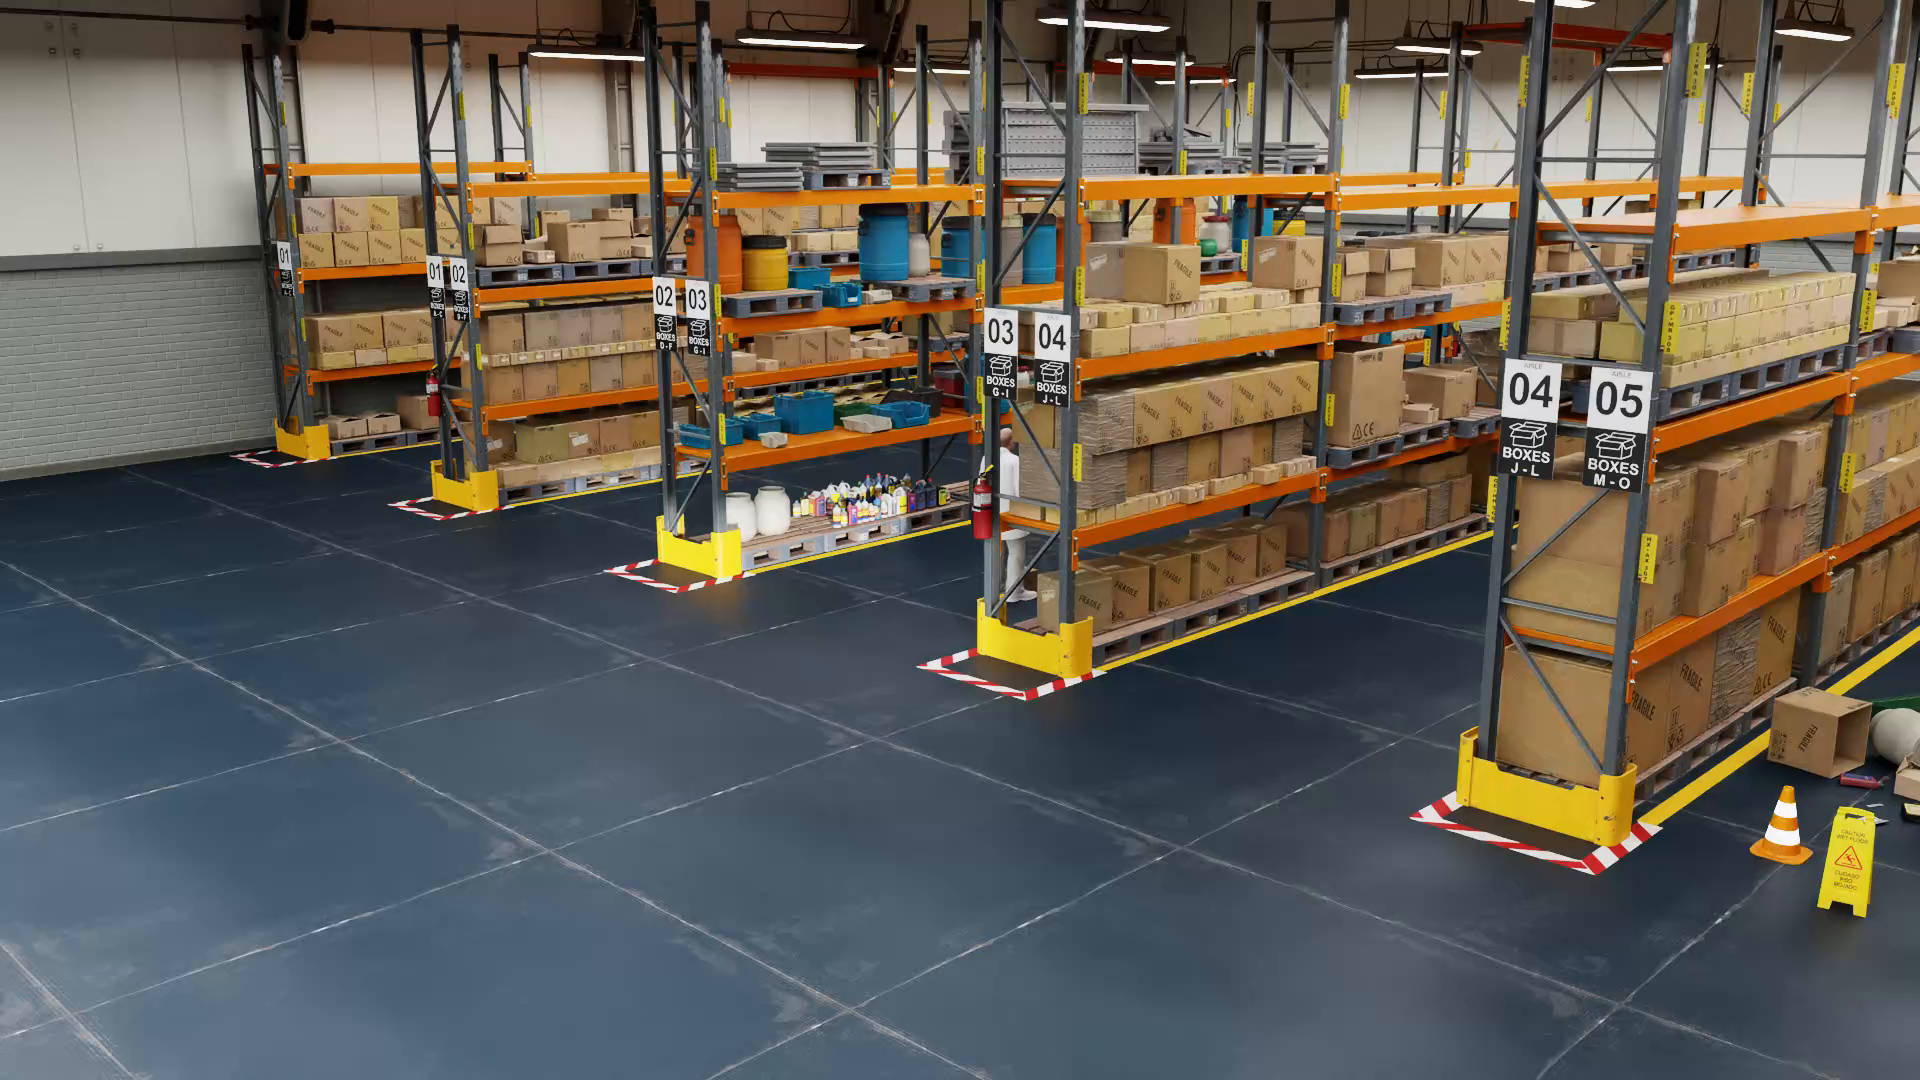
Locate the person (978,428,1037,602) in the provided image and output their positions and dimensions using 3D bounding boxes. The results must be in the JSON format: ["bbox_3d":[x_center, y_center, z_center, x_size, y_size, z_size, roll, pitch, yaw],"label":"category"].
[{"bbox_3d":[0.463,-0.270,17.149,0.655,1.775,0.419,12,18,40],"label":"person"}]
